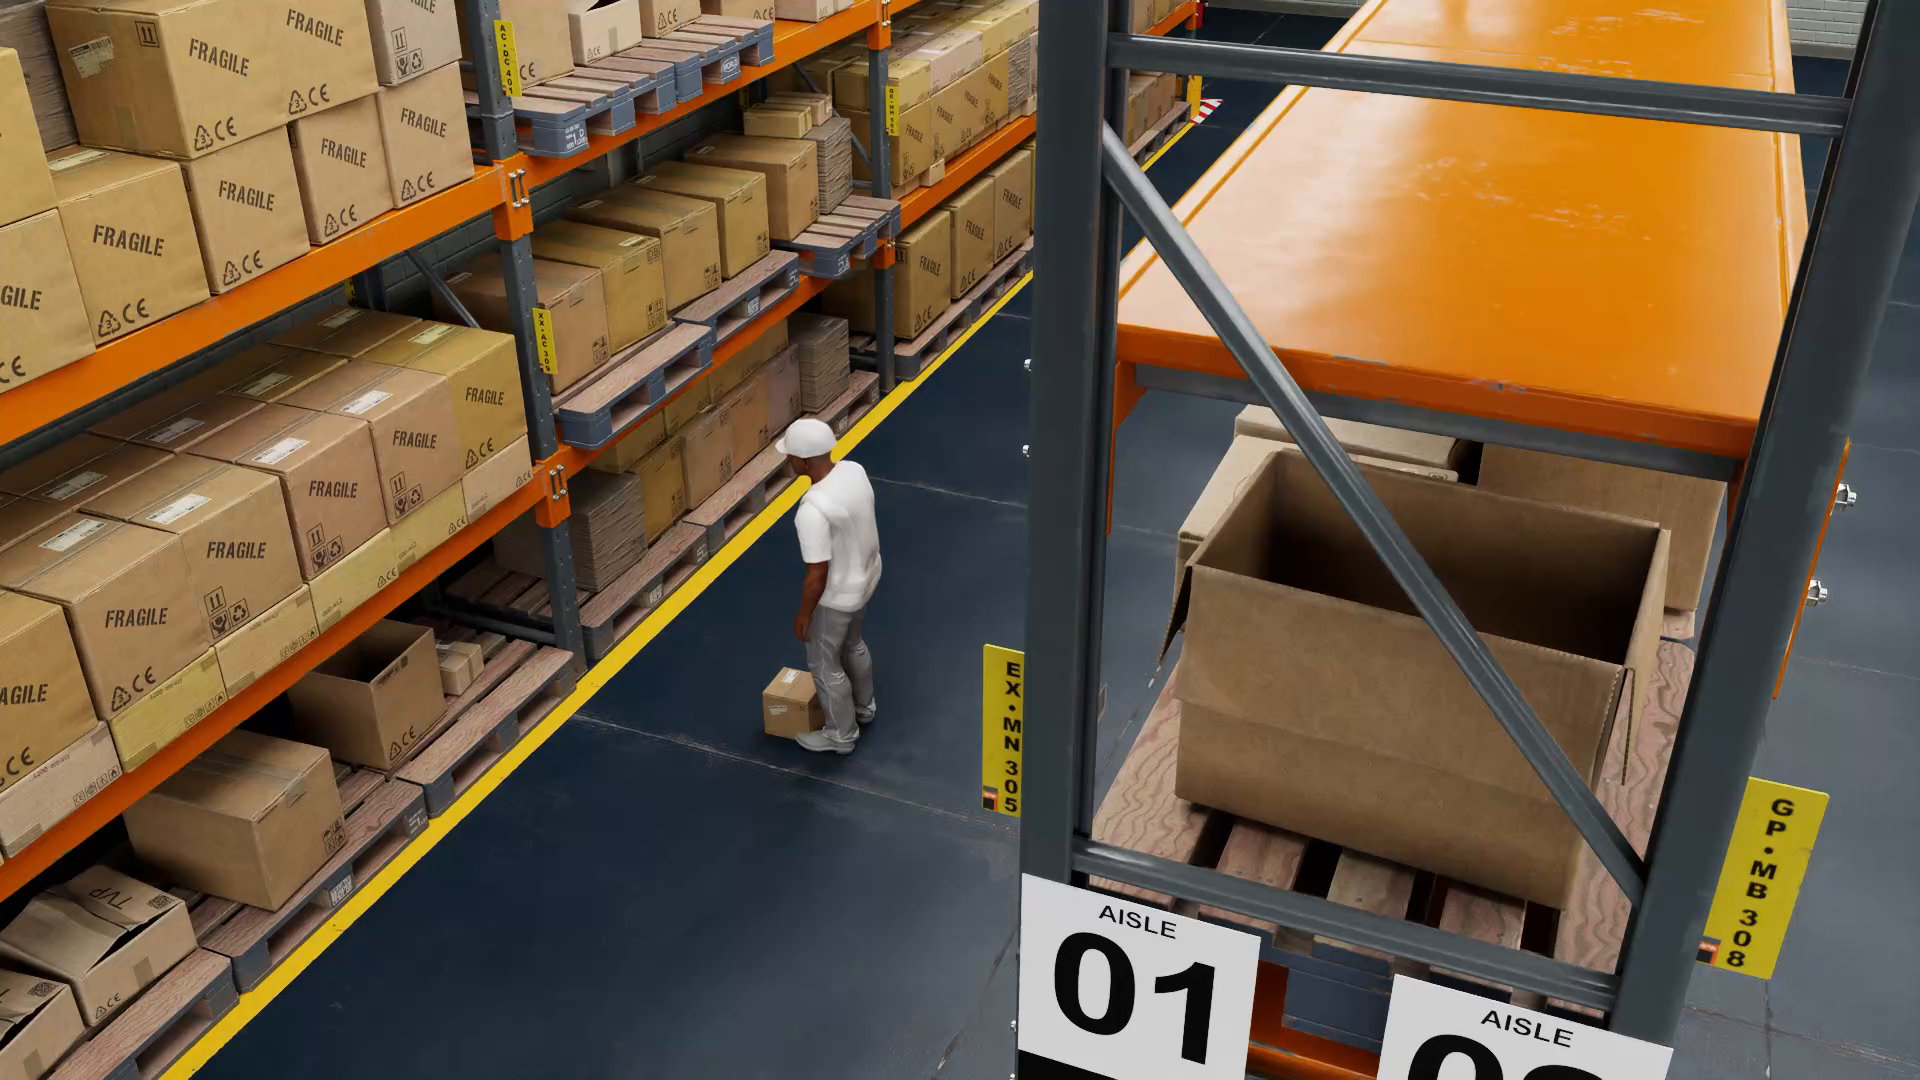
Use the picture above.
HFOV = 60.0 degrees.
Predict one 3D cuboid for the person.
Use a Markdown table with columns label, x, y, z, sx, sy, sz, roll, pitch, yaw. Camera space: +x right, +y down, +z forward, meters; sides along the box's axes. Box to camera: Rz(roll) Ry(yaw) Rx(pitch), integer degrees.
| label | x | y | z | sx | sy | sz | roll | pitch | yaw |
| --- | --- | --- | --- | --- | --- | --- | --- | --- | --- |
| person | -0.621 | 0.218 | 7.995 | 0.460 | 1.761 | 0.637 | 10 | 31 | 18 |
